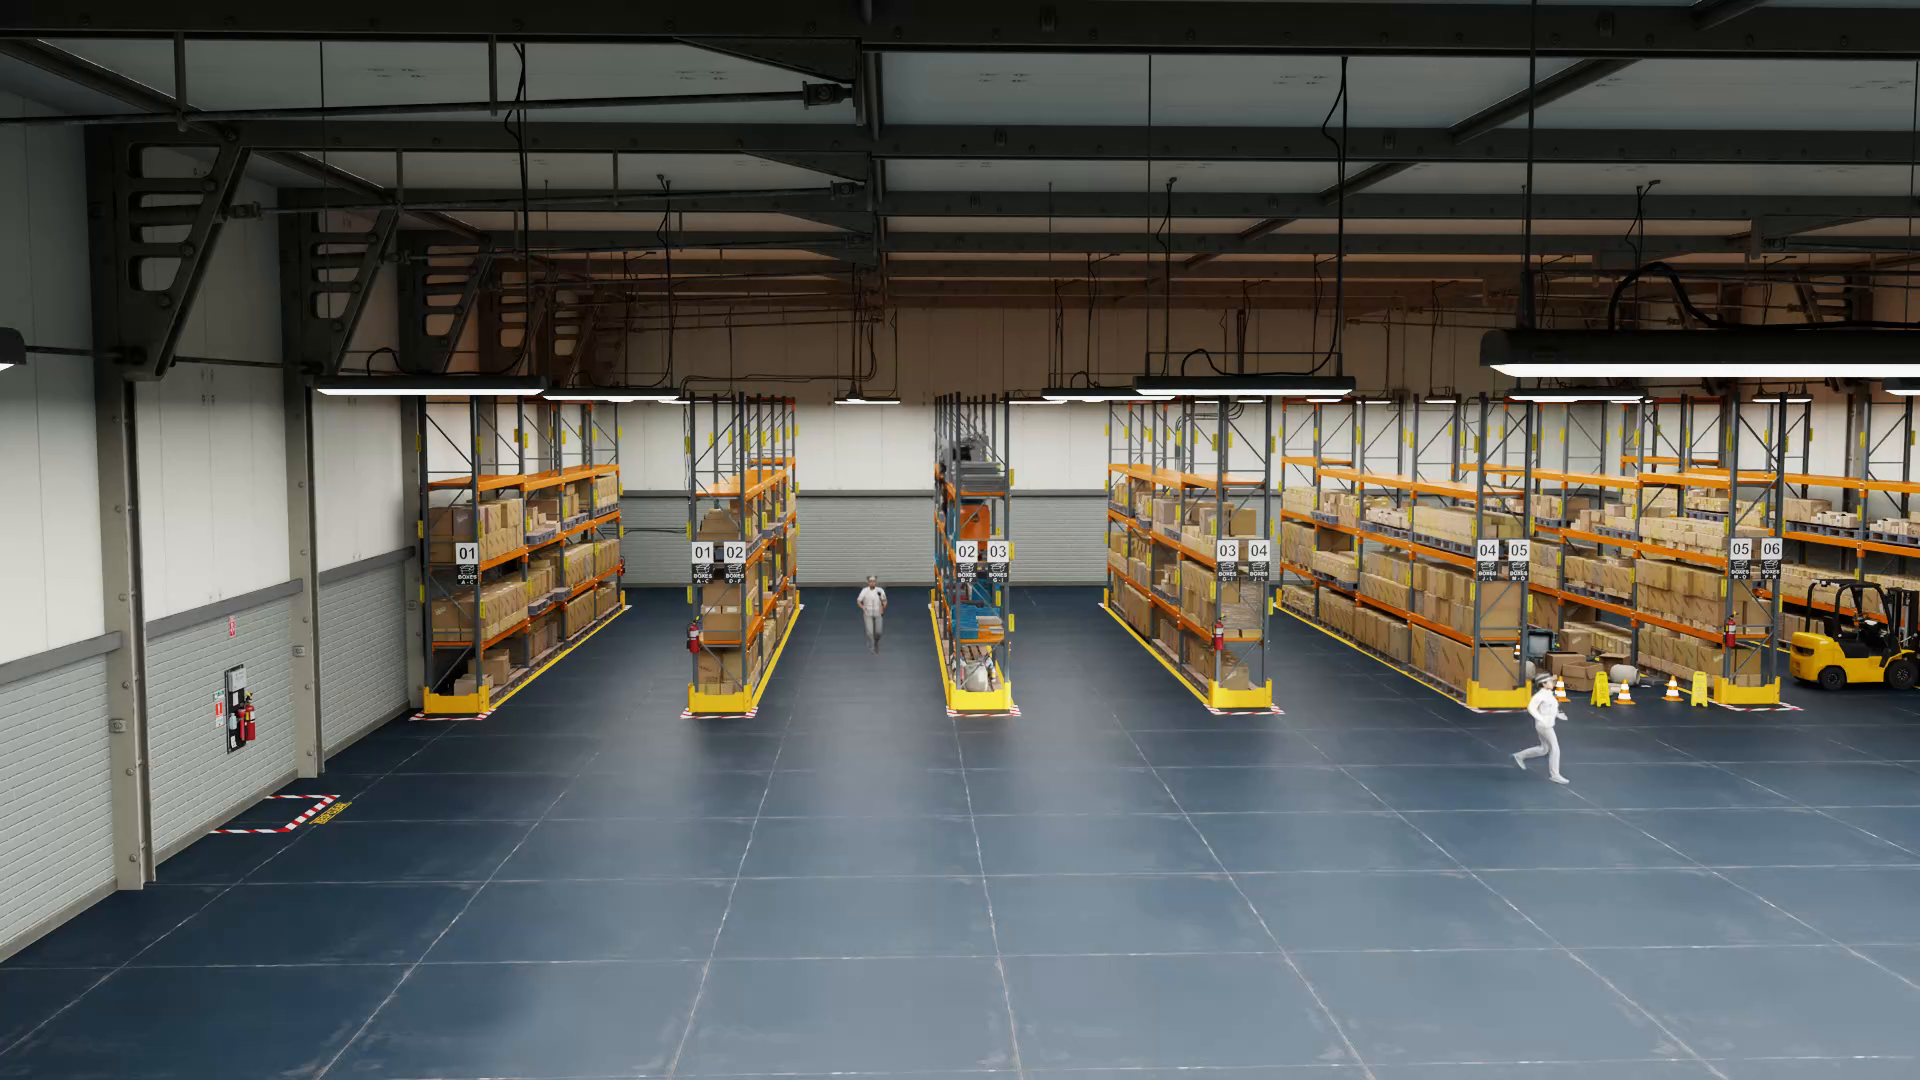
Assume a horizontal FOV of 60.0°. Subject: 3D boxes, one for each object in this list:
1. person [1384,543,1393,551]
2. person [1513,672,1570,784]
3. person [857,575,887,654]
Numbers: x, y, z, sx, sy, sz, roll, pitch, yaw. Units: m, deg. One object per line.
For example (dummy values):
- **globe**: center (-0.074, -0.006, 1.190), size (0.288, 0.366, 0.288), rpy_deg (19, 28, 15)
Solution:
- **person**: center (12.675, 0.908, 49.295), size (0.686, 1.775, 0.704), rpy_deg (0, 5, 3)
- **person**: center (8.920, 2.859, 25.439), size (0.811, 1.696, 0.618), rpy_deg (2, 5, 28)
- **person**: center (-1.920, 1.645, 36.567), size (0.661, 1.771, 0.574), rpy_deg (-1, 5, -9)
